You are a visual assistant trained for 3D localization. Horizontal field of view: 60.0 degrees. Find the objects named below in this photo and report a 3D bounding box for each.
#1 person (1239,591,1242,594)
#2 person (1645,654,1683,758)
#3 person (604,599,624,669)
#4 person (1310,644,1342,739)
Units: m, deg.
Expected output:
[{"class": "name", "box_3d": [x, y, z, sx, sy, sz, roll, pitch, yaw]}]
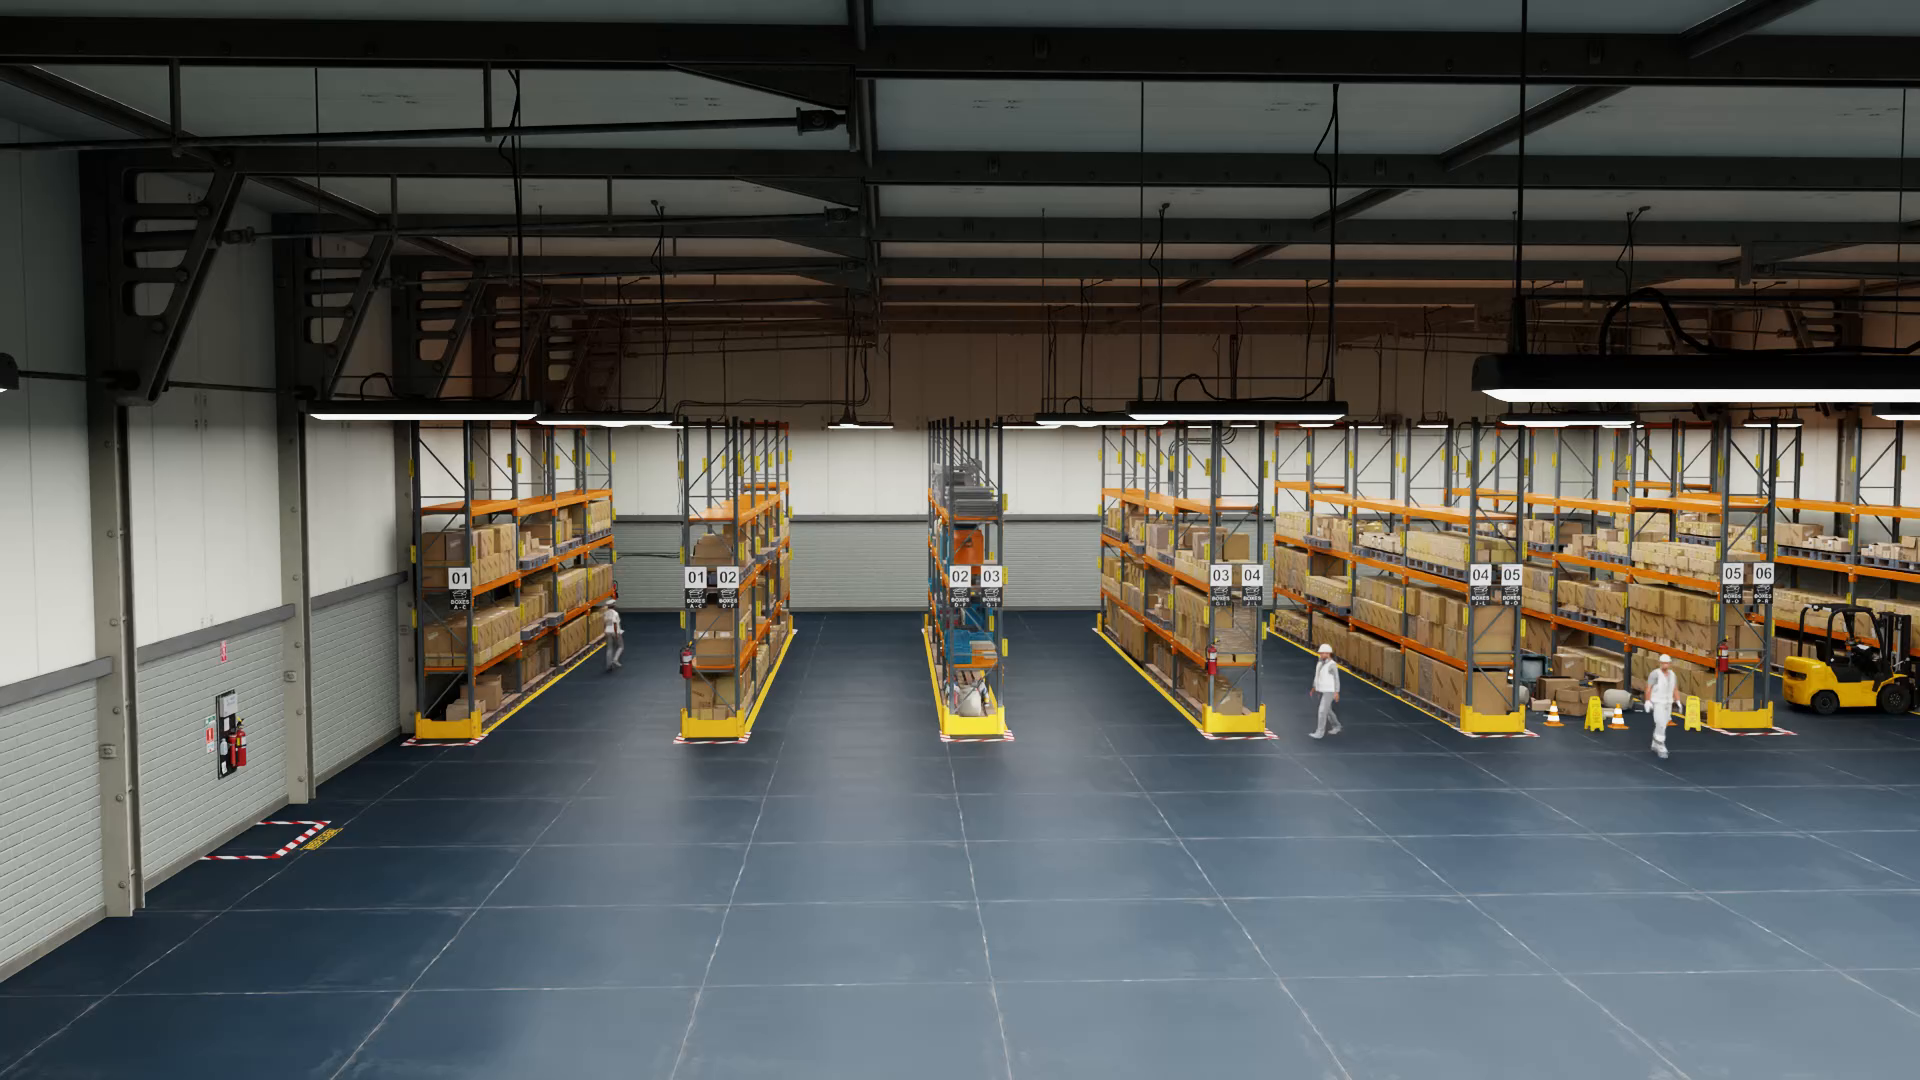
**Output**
[{"class": "person", "box_3d": [7.744, 1.905, 44.967, 0.537, 1.794, 0.533, -2, 4, -31]}, {"class": "person", "box_3d": [12.412, 2.947, 29.387, 0.563, 1.876, 0.560, -1, 4, -18]}, {"class": "person", "box_3d": [-8.361, 2.264, 40.018, 0.489, 1.672, 0.478, 1, 4, 15]}, {"class": "person", "box_3d": [6.841, 2.824, 31.140, 0.869, 1.759, 0.532, -1, 4, -21]}]
